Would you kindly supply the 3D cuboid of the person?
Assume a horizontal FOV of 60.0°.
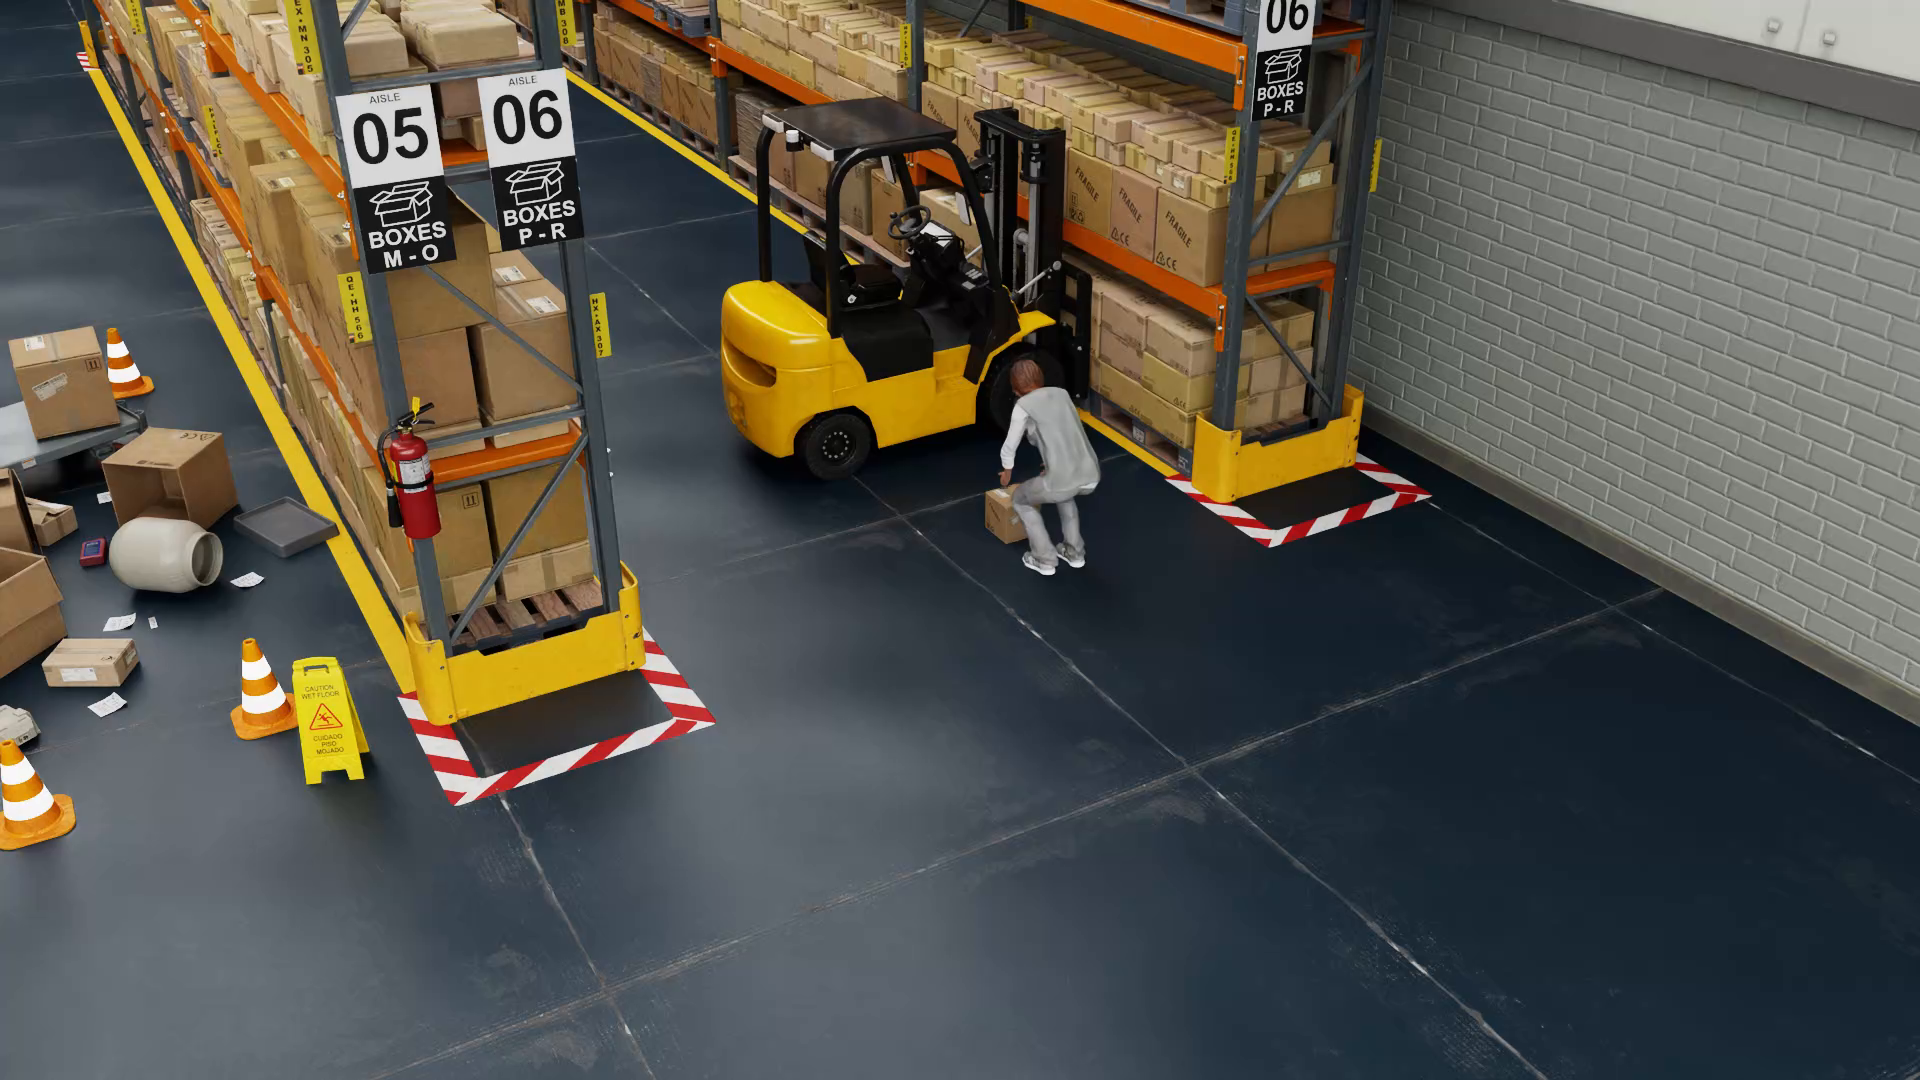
[{"bbox_3d":[0.505,-0.397,9.660,0.462,1.214,0.701,-16,33,-26],"label":"person"}]
